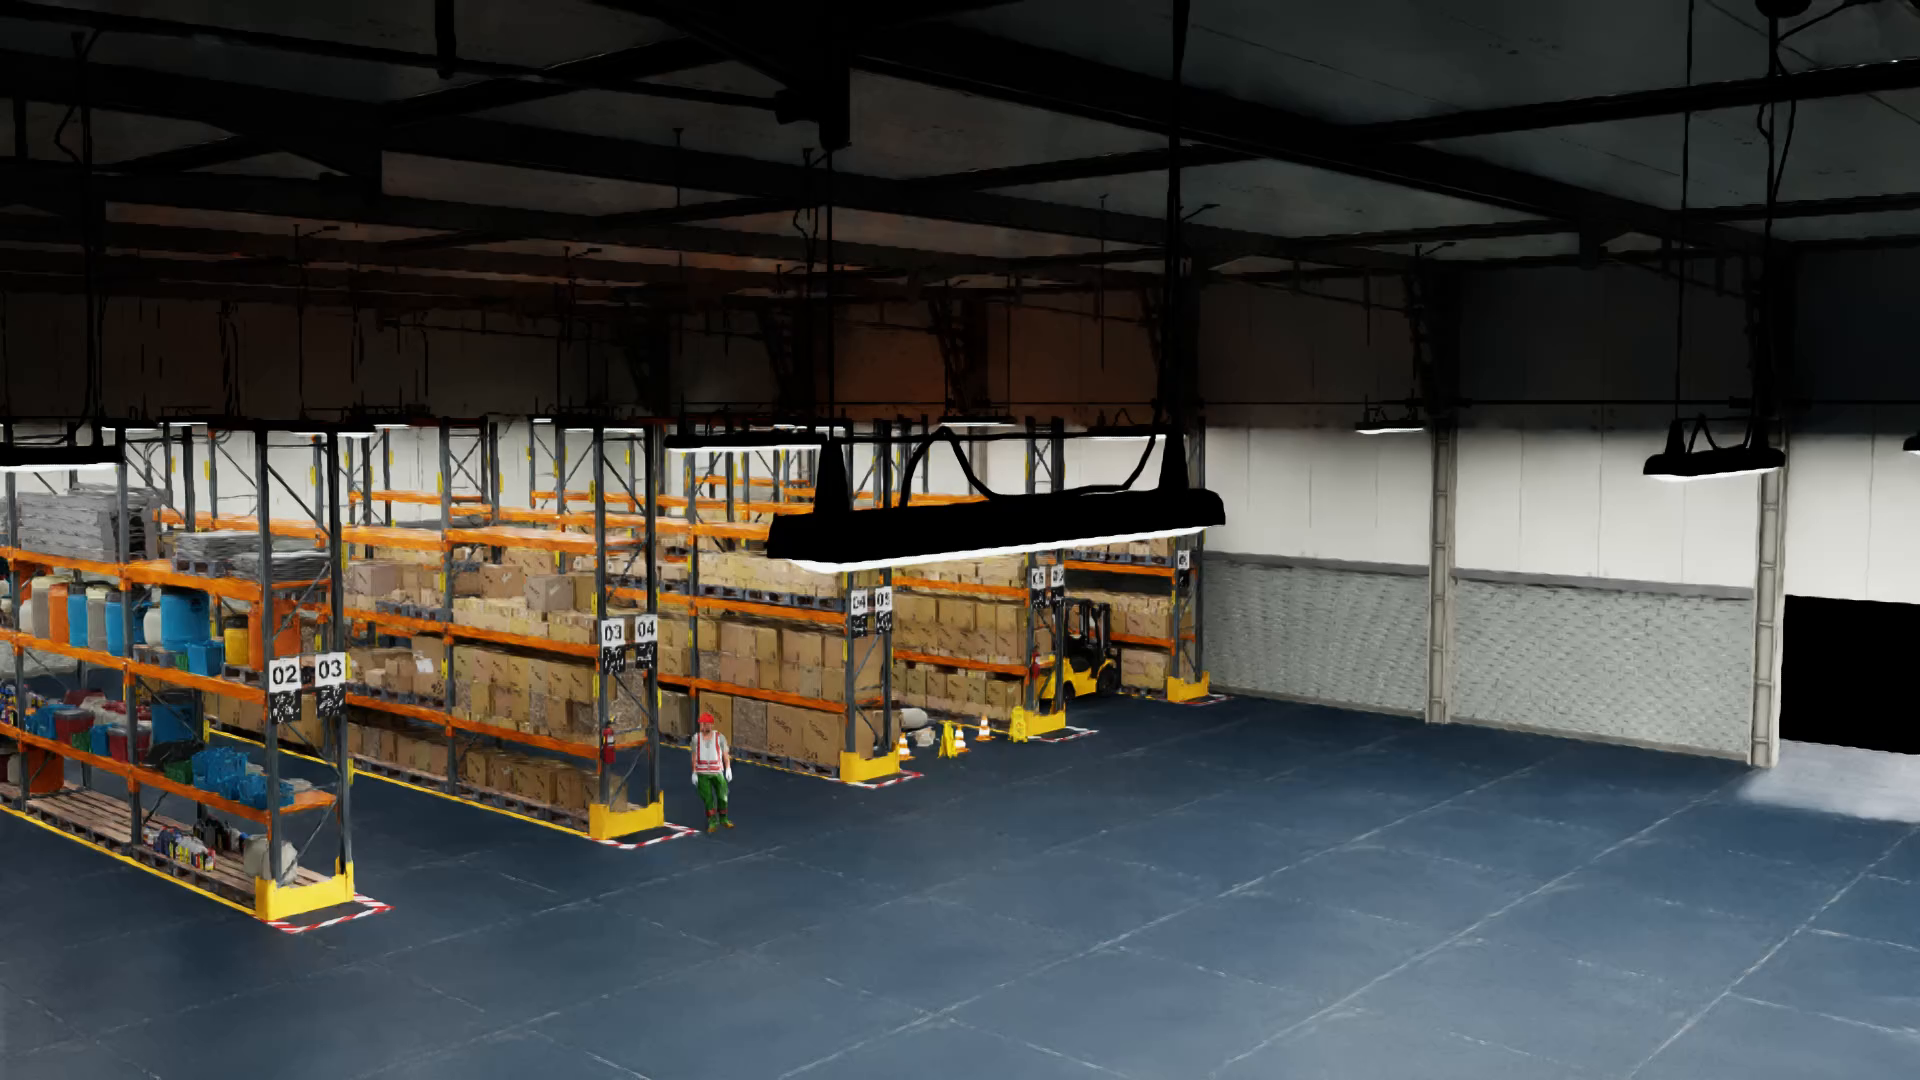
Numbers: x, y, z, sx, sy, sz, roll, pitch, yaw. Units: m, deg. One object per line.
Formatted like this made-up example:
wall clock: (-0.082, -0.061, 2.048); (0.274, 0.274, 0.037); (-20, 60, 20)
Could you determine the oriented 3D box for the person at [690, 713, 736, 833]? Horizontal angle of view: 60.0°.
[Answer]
person: (-3.629, 3.412, 24.442); (0.650, 1.781, 0.440); (0, 5, -5)
